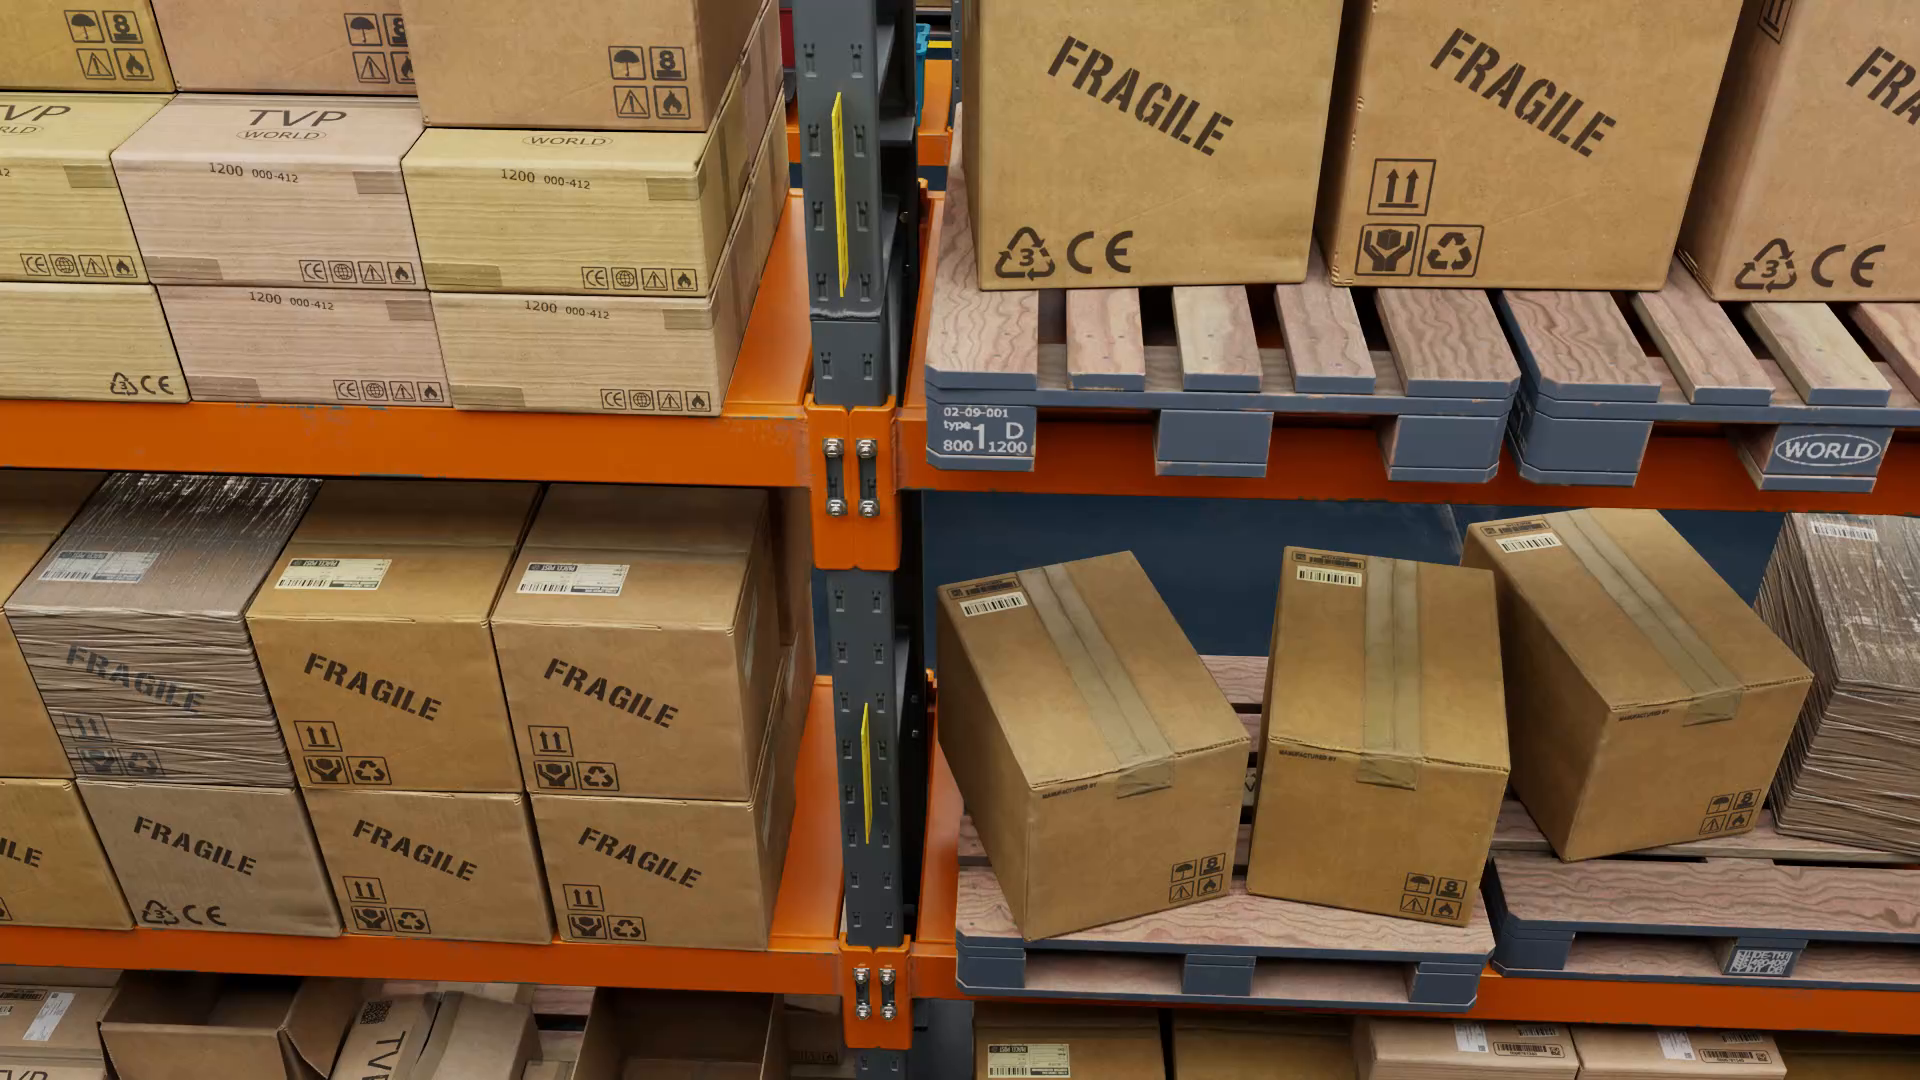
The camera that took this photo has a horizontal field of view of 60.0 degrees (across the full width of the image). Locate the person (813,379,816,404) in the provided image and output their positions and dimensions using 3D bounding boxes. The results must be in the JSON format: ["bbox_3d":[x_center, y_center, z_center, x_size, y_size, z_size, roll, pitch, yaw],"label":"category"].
[{"bbox_3d":[-0.469,-0.765,7.205,0.408,1.589,0.495,1,36,2],"label":"person"}]
